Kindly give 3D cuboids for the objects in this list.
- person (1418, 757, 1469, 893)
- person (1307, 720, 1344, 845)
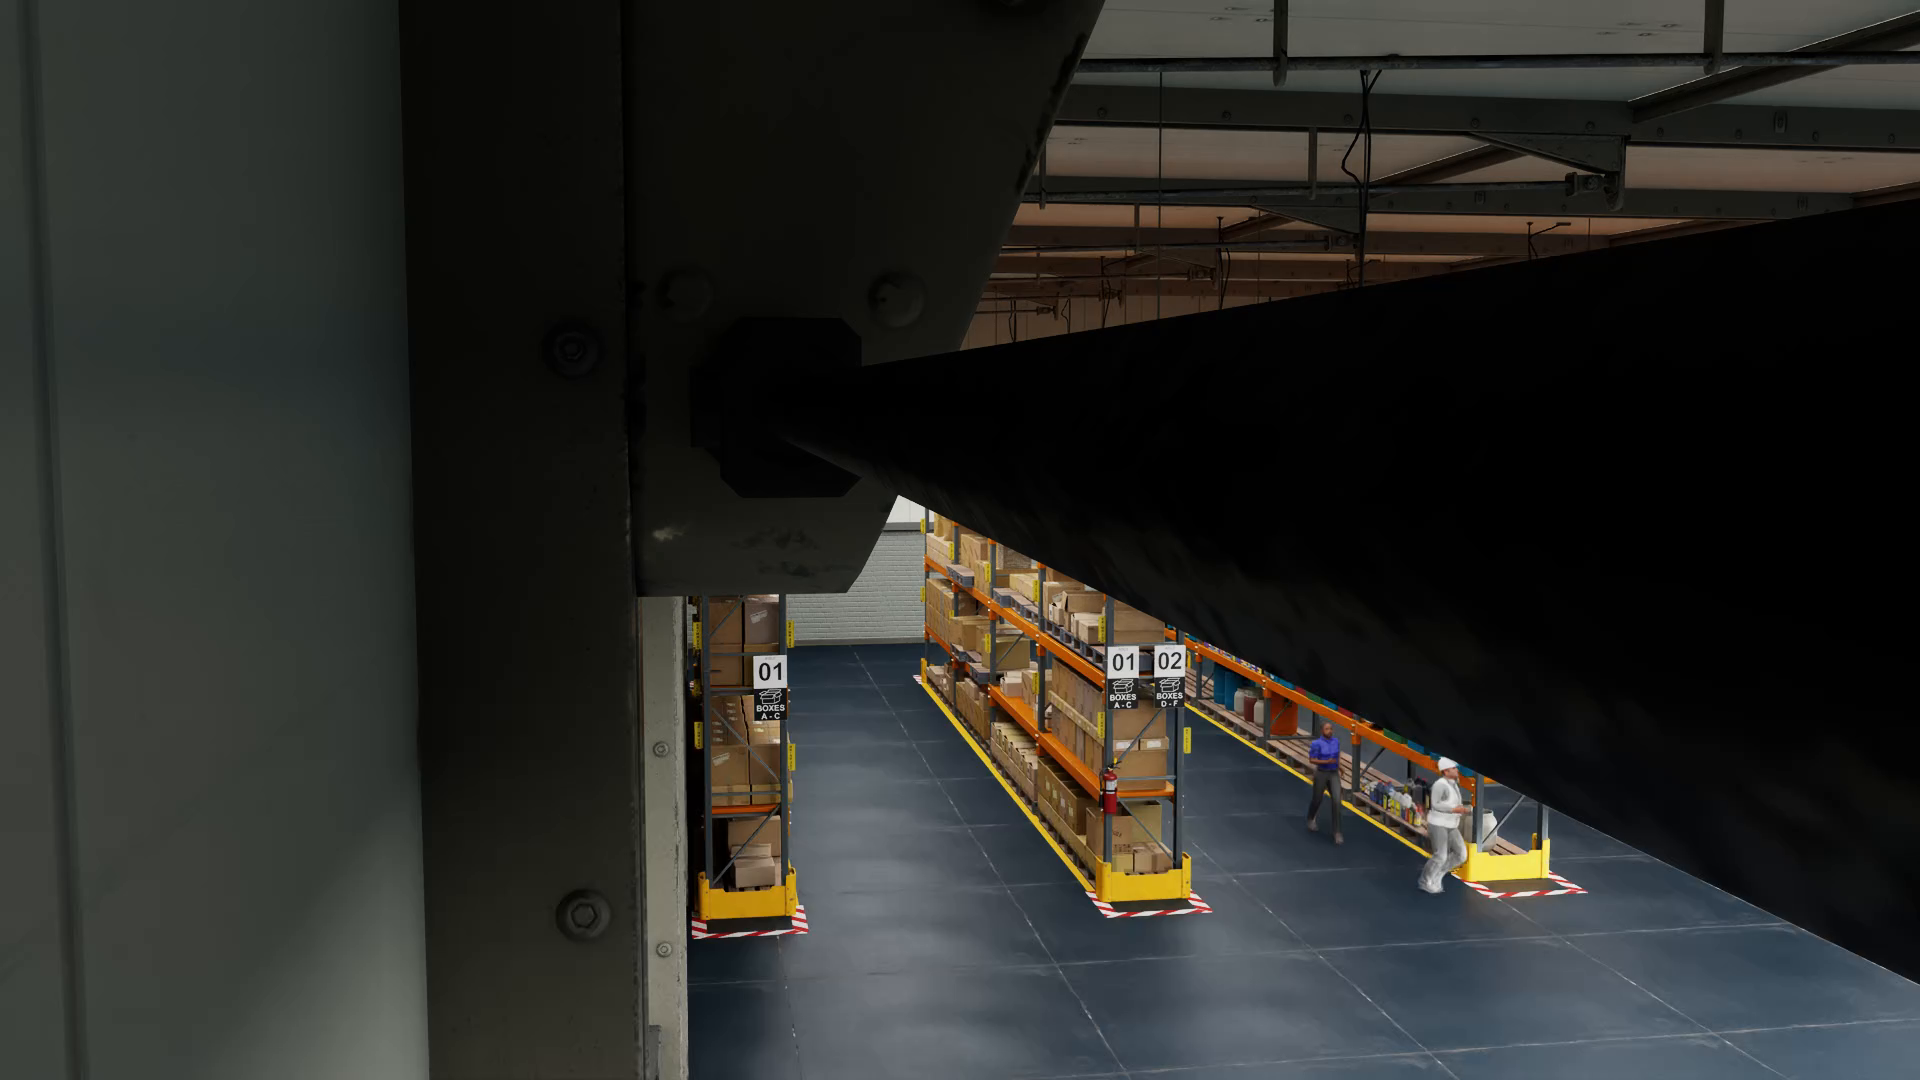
[{"bbox_3d":[6.199,3.612,21.071,0.639,1.740,0.669,5,7,43],"label":"person"},{"bbox_3d":[5.217,3.408,23.700,0.559,1.692,0.856,-1,5,-10],"label":"person"}]
